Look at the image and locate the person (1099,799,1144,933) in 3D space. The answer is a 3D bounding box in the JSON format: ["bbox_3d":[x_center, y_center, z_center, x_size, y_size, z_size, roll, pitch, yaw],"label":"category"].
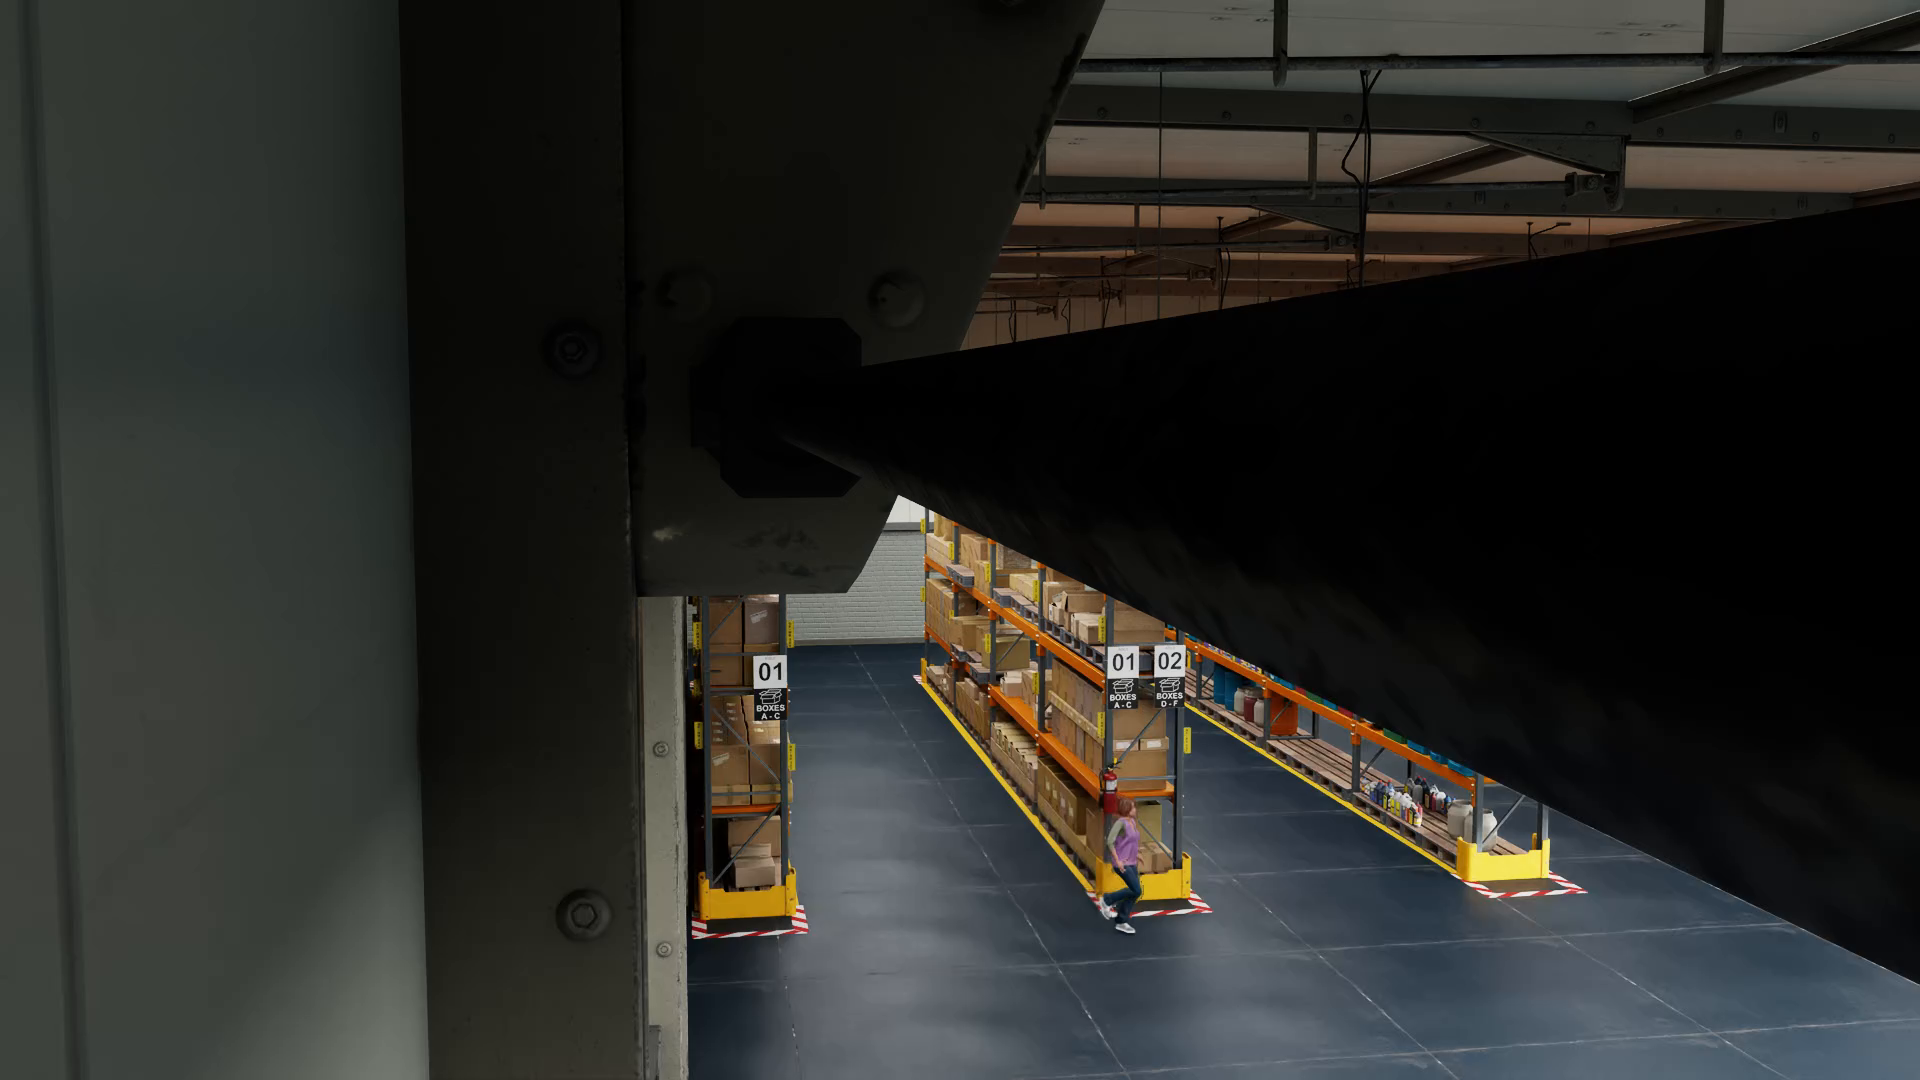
[{"bbox_3d":[1.959,3.835,19.726,0.500,1.522,0.569,3,6,27],"label":"person"}]
